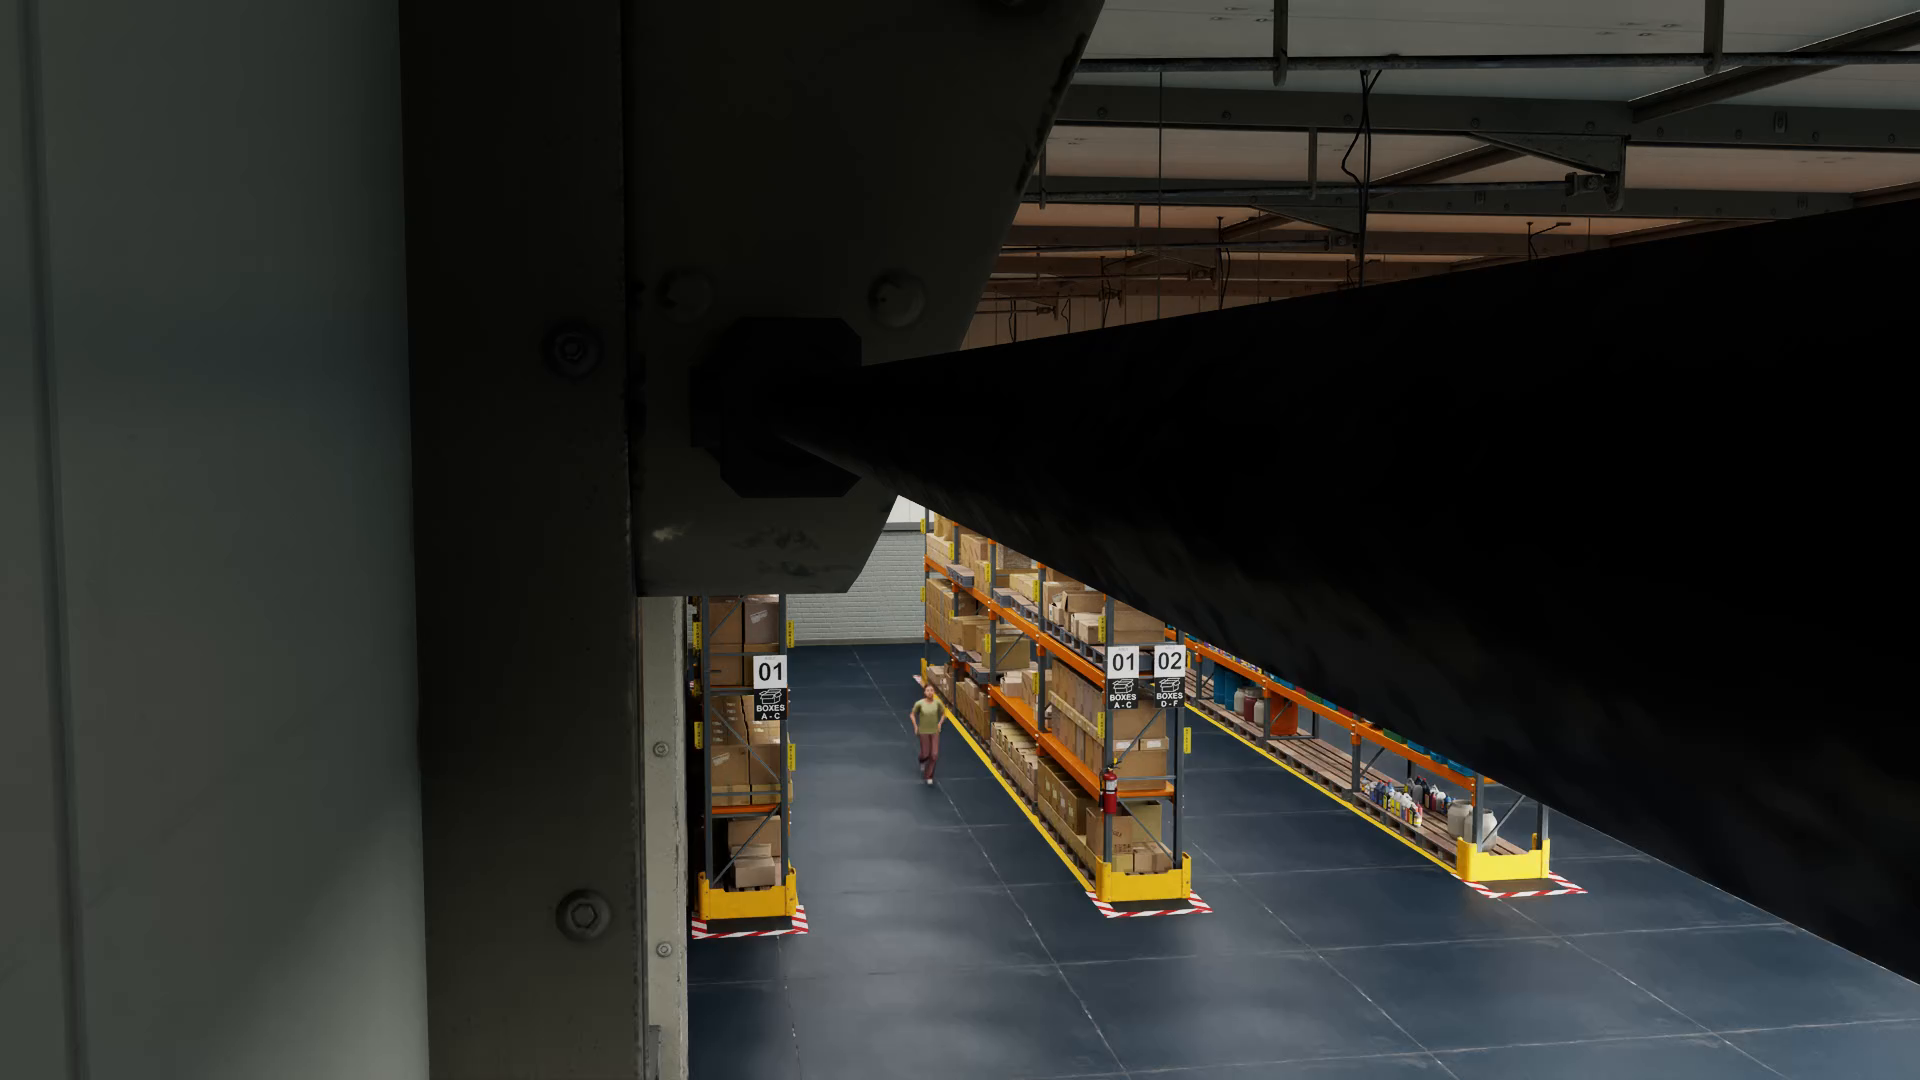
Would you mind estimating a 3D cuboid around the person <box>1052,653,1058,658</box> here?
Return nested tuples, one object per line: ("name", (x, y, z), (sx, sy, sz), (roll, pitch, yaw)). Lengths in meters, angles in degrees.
("person", (2.042, 2.222, 34.697), (0.596, 1.668, 0.885), (-2, 5, -22))

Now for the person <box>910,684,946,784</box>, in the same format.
("person", (-0.507, 3.143, 27.121), (0.582, 1.629, 0.561), (-1, 5, -11))
